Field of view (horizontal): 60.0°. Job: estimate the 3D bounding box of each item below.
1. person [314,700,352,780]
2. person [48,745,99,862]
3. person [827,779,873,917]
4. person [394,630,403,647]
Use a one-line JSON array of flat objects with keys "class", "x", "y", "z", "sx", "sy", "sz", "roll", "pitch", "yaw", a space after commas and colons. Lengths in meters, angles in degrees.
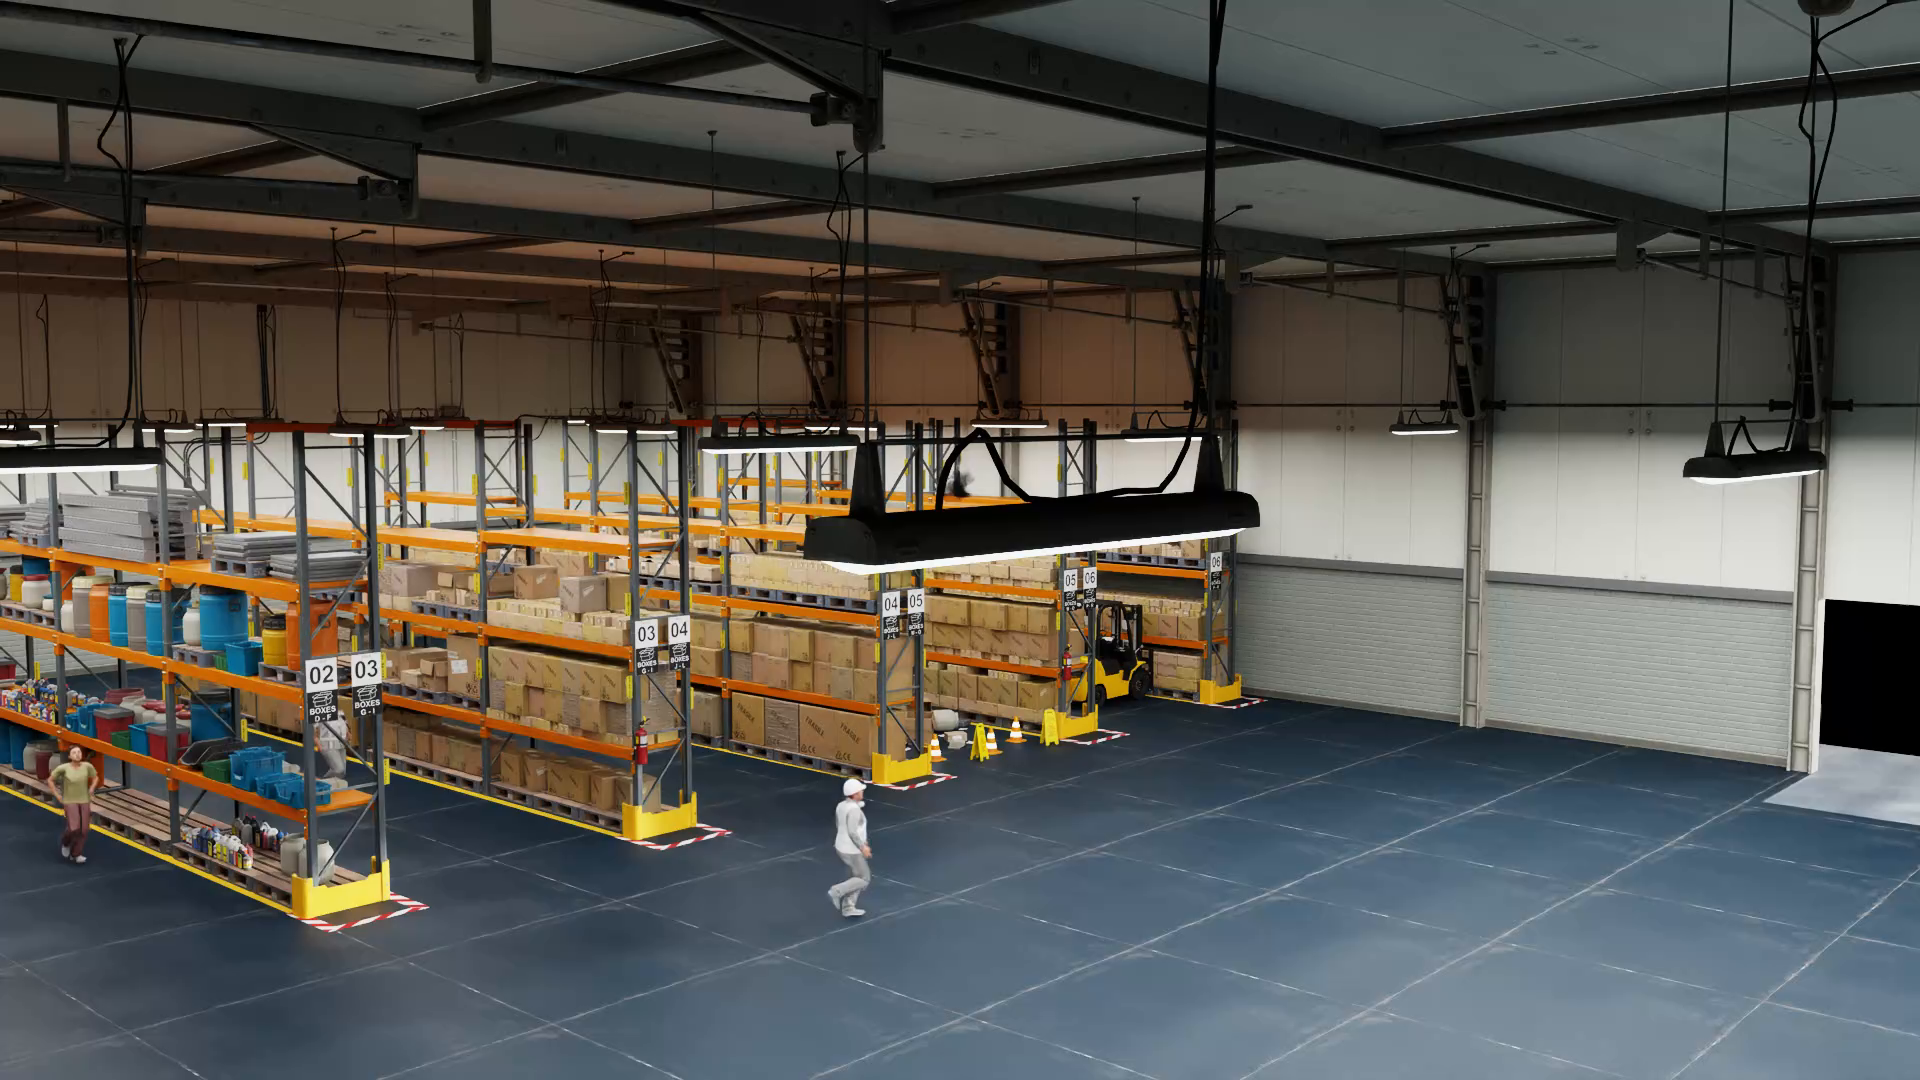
[{"class": "person", "x": -9.948, "y": 3.290, "z": 26.489, "sx": 0.602, "sy": 1.740, "sz": 0.651, "roll": 2, "pitch": 5, "yaw": 27}, {"class": "person", "x": -12.171, "y": 3.637, "z": 22.930, "sx": 0.624, "sy": 1.638, "sz": 0.503, "roll": -5, "pitch": 7, "yaw": -45}, {"class": "person", "x": -1.377, "y": 3.803, "z": 20.496, "sx": 0.616, "sy": 1.724, "sz": 0.648, "roll": -2, "pitch": 5, "yaw": -23}, {"class": "person", "x": -13.450, "y": 2.280, "z": 39.692, "sx": 0.545, "sy": 1.621, "sz": 0.536, "roll": 3, "pitch": 6, "yaw": 34}]
